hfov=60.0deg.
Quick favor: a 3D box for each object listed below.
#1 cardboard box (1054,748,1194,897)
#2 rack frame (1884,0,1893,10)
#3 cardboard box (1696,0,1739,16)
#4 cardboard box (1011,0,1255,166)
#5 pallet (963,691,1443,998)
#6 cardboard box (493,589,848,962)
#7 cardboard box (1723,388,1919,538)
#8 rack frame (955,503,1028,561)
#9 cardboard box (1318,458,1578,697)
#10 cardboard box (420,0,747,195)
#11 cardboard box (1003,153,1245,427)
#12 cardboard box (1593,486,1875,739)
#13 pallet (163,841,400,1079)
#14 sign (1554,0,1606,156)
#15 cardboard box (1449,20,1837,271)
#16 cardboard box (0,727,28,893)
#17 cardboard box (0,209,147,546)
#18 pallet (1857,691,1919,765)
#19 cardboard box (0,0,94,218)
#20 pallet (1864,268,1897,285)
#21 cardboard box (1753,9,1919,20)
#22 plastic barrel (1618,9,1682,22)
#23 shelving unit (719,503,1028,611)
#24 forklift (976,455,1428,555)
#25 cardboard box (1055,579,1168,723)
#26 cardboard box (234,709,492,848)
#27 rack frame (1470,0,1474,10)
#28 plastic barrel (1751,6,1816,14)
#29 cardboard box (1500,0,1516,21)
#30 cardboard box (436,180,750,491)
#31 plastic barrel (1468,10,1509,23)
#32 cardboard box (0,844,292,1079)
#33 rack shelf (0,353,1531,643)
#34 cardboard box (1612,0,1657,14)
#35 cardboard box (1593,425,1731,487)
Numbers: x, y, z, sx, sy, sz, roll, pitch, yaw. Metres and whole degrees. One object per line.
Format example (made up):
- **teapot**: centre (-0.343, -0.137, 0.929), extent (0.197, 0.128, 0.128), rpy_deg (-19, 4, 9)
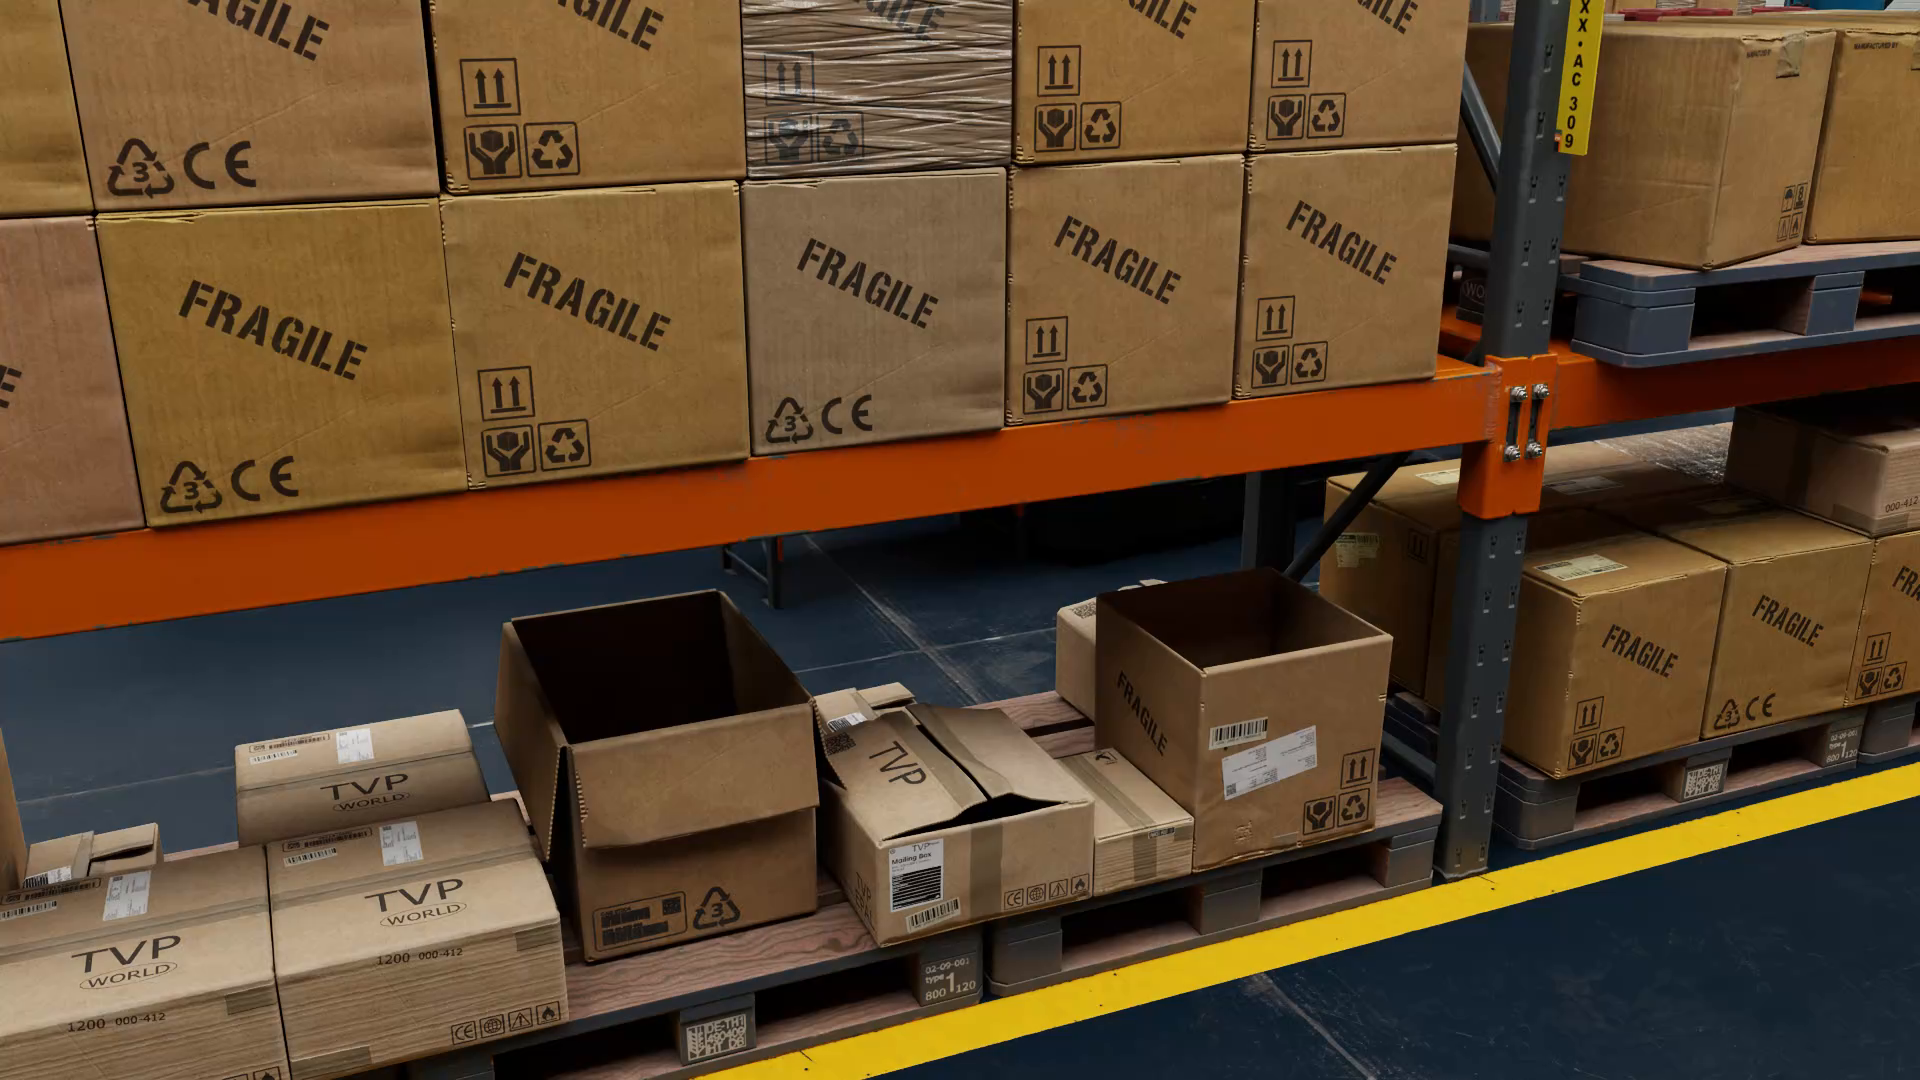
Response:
- **cardboard box**: centre (0.332, 0.640, 3.817), extent (0.250, 0.149, 0.380), rpy_deg (-8, 21, -22)
- **rack frame**: centre (6.450, -3.290, 11.348), extent (0.127, 3.000, 1.000), rpy_deg (-8, 21, -22)
- **cardboard box**: centre (7.233, -5.347, 16.594), extent (0.500, 0.500, 0.875), rpy_deg (-8, 21, -22)
- **cardboard box**: centre (0.232, -1.031, 3.278), extent (0.500, 0.500, 0.500), rpy_deg (-9, 21, -23)
- **pallet**: centre (0.432, 0.679, 4.275), extent (1.213, 0.211, 1.003), rpy_deg (-8, 21, -22)
- **cardboard box**: centre (-0.660, 0.493, 3.703), extent (0.637, 0.503, 0.797), rpy_deg (-8, 21, -22)
- **cardboard box**: centre (2.522, -0.229, 4.629), extent (0.500, 0.250, 0.500), rpy_deg (-8, 21, -22)
- **rack frame**: centre (0.119, -0.524, 6.318), extent (0.032, 1.125, 0.500), rpy_deg (-11, 22, -28)
- **cardboard box**: centre (1.403, 0.093, 4.842), extent (0.500, 0.500, 0.500), rpy_deg (-8, 21, -22)
- **cardboard box**: centre (-0.694, -0.899, 2.903), extent (0.500, 0.500, 0.500), rpy_deg (-8, 21, -22)
- **cardboard box**: centre (0.233, -0.561, 3.448), extent (0.500, 0.500, 0.500), rpy_deg (-8, 21, -20)
- **cardboard box**: centre (2.089, 0.183, 4.588), extent (0.500, 0.500, 0.500), rpy_deg (-8, 21, -21)
- **pallet**: centre (-1.808, 1.000, 3.363), extent (1.213, 0.211, 1.003), rpy_deg (-8, 21, -22)
- **sign**: centre (1.285, -0.970, 3.457), extent (0.005, 0.325, 0.100), rpy_deg (-8, 21, -22)
- **cardboard box**: centre (1.587, -0.965, 3.965), extent (0.500, 0.500, 0.700), rpy_deg (-17, 26, -40)
- **cardboard box**: centre (-2.208, 0.625, 3.332), extent (0.500, 0.500, 0.500), rpy_deg (-8, 21, -22)
- **cardboard box**: centre (-1.626, -0.294, 2.691), extent (0.500, 0.500, 0.500), rpy_deg (-8, 21, -22)
- **pallet**: centre (2.917, 0.309, 5.327), extent (1.213, 0.211, 1.003), rpy_deg (-8, 21, -22)
- **cardboard box**: centre (-1.621, -0.768, 2.530), extent (0.500, 0.500, 0.500), rpy_deg (-8, 21, -21)
- **pallet**: centre (2.952, -0.905, 4.863), extent (1.213, 0.211, 1.003), rpy_deg (-8, 21, -22)
- **cardboard box**: centre (2.661, -1.223, 4.695), extent (0.500, 0.500, 0.700), rpy_deg (-15, 24, -36)
- **plastic barrel**: centre (4.414, -3.141, 10.722), extent (0.433, 0.535, 0.433), rpy_deg (0, 19, 0)
- **shelving unit**: centre (-0.322, -0.440, 6.079), extent (1.048, 1.125, 0.538), rpy_deg (-11, 22, -28)
- **forklift**: centre (1.390, -1.676, 6.870), extent (3.031, 2.935, 1.130), rpy_deg (-12, 23, -30)
- **cardboard box**: centre (0.592, 0.324, 4.472), extent (0.500, 0.311, 0.500), rpy_deg (-8, 21, -22)
- **cardboard box**: centre (-1.324, 0.627, 3.702), extent (0.500, 0.250, 0.500), rpy_deg (-8, 21, -22)
- **rack frame**: centre (4.488, -4.800, 15.638), extent (0.127, 3.000, 1.000), rpy_deg (-8, 21, -22)
- **plastic barrel**: centre (5.485, -3.295, 11.158), extent (0.433, 0.535, 0.433), rpy_deg (0, 19, 0)
- **cardboard box**: centre (4.926, -5.028, 15.686), extent (0.500, 0.500, 0.875), rpy_deg (-8, 21, -22)
- **cardboard box**: centre (-0.705, -0.425, 3.062), extent (0.500, 0.500, 0.500), rpy_deg (-8, 21, -21)
- **plastic barrel**: centre (3.083, -2.981, 10.267), extent (0.708, 0.536, 0.600), rpy_deg (-8, 21, -22)
- **cardboard box**: centre (-1.539, 0.839, 3.101), extent (0.500, 0.250, 0.500), rpy_deg (-8, 21, -22)
- **rack shelf**: centre (-0.773, -0.124, 3.440), extent (4.000, 0.370, 1.077), rpy_deg (-8, 21, -22)
- **cardboard box**: centre (6.294, -5.232, 16.268), extent (0.500, 0.500, 0.875), rpy_deg (-8, 21, -22)
- **cardboard box**: centre (2.320, -0.035, 5.207), extent (0.500, 0.500, 0.500), rpy_deg (-8, 21, -21)
